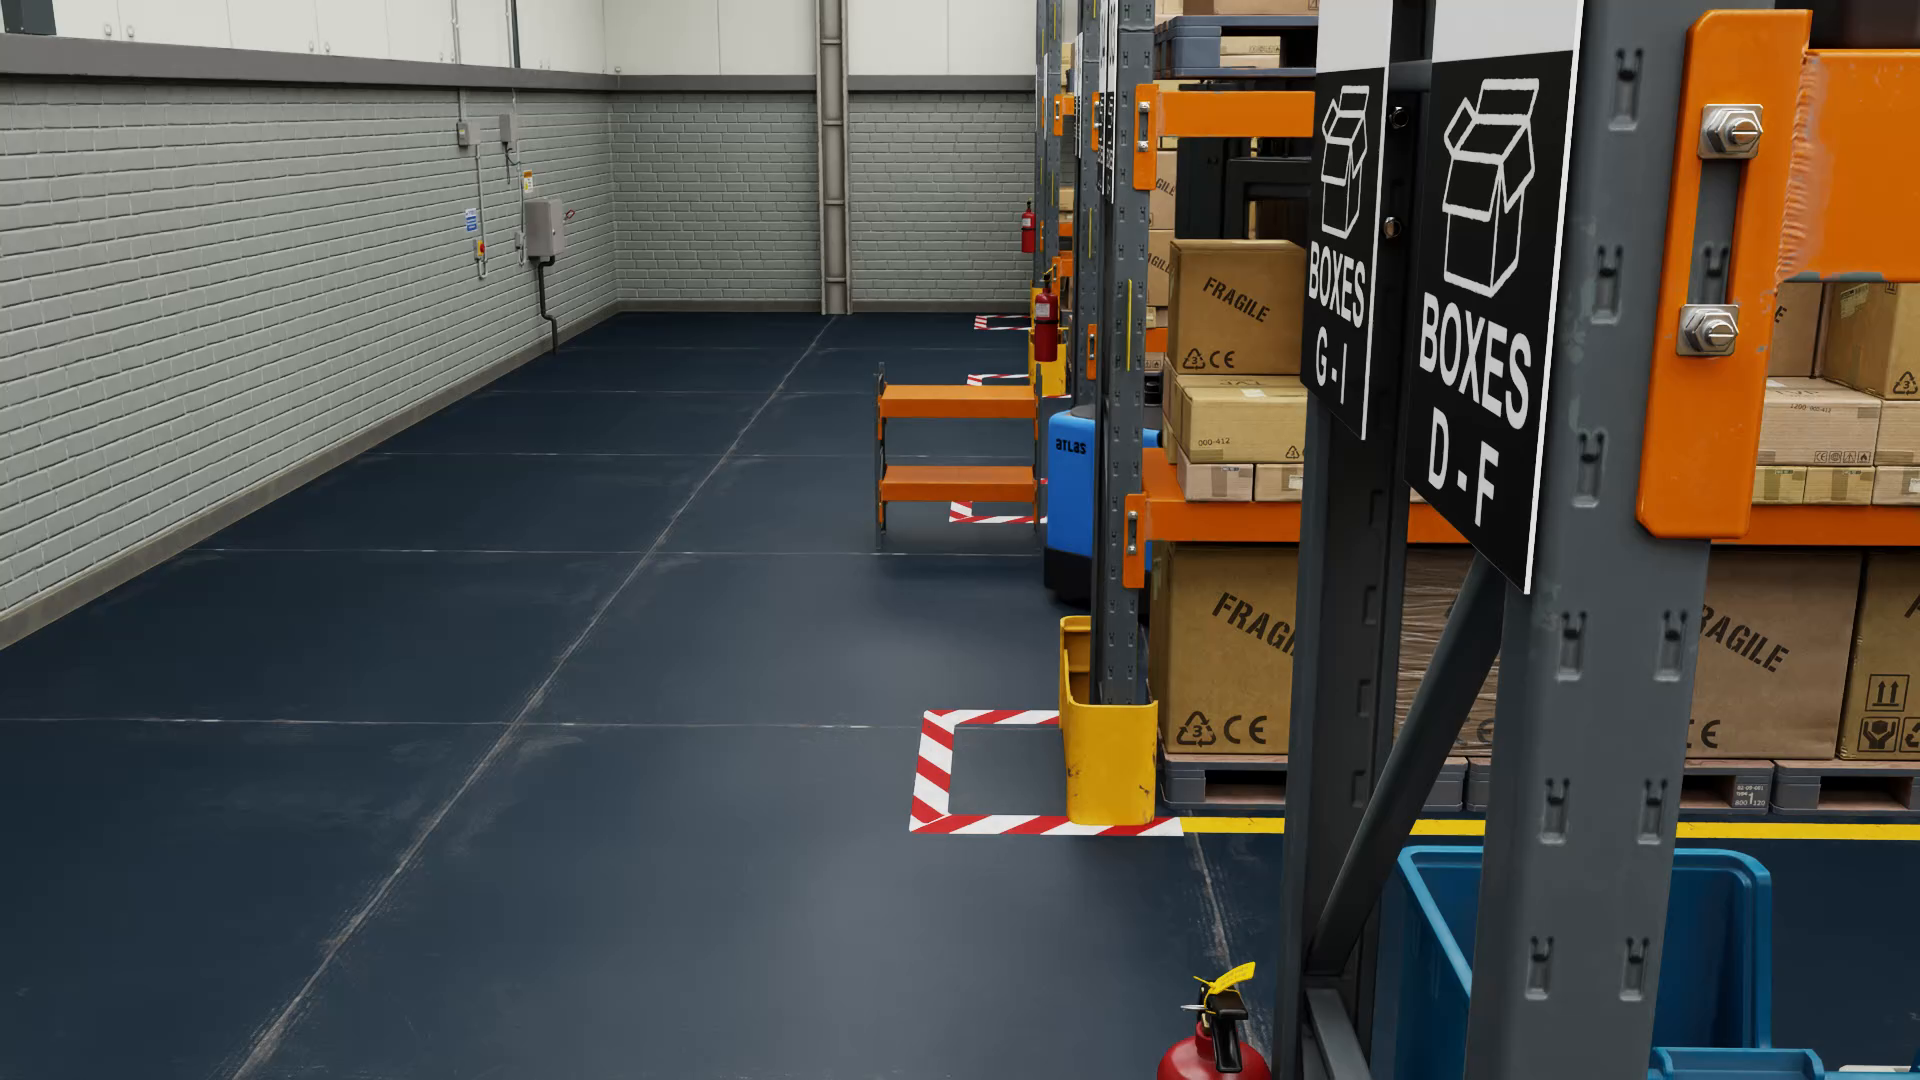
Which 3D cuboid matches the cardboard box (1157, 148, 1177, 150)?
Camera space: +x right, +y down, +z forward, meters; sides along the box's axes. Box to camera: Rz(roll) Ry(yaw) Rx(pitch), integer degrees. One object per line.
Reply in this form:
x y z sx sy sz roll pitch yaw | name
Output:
1.330 -2.472 11.590 0.500 0.500 0.500 0 15 0 | cardboard box

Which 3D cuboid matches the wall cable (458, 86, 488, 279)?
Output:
-4.746 -3.536 16.309 0.123 1.953 0.585 0 15 1 | wall cable

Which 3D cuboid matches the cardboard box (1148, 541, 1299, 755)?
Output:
1.280 0.336 7.026 0.875 0.875 0.875 0 15 1 | cardboard box

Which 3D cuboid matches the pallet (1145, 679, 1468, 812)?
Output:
1.440 0.862 7.159 1.213 0.211 1.003 0 15 1 | pallet

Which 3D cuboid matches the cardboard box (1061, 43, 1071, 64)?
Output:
1.452 -5.961 20.405 0.500 0.250 0.500 0 15 1 | cardboard box

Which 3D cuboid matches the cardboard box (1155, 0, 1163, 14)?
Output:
1.184 -3.488 10.833 0.250 0.149 0.380 0 15 1 | cardboard box

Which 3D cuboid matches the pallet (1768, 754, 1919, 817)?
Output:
3.879 0.878 7.099 1.213 0.211 1.003 0 15 1 | pallet

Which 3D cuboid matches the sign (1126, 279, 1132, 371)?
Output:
0.618 -0.787 6.091 0.005 0.325 0.100 0 15 1 | sign

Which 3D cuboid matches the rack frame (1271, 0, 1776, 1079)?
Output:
0.512 0.791 1.963 0.053 2.616 0.949 0 15 1 | rack frame

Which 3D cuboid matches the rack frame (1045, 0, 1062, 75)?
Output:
0.891 -5.900 15.561 0.127 3.000 1.000 0 15 1 | rack frame

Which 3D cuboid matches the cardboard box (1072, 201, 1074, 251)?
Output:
1.380 -3.112 16.558 0.500 0.500 0.500 0 15 2 | cardboard box

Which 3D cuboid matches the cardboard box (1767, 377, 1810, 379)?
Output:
3.159 -0.593 6.919 0.500 0.250 0.500 1 15 3 | cardboard box

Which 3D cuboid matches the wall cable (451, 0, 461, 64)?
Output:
-4.802 -5.865 15.429 0.029 3.000 0.463 0 15 1 | wall cable

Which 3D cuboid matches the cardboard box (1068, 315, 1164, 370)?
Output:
1.554 -1.984 16.680 0.875 0.438 0.875 0 15 0 | cardboard box

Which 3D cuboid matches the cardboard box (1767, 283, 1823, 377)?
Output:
3.152 -0.955 6.821 0.500 0.500 0.500 0 15 0 | cardboard box

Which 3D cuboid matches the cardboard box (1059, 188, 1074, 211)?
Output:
1.461 -4.264 20.834 0.500 0.250 0.500 0 15 2 | cardboard box

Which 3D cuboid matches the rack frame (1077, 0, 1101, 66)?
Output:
0.866 -4.637 10.774 0.127 3.000 1.000 0 15 1 | rack frame

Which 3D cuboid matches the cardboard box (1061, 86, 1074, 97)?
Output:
1.327 -5.532 20.541 0.250 0.149 0.380 1 15 3 | cardboard box

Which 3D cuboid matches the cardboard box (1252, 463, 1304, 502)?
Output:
1.241 -0.262 6.447 0.250 0.149 0.380 0 15 1 | cardboard box

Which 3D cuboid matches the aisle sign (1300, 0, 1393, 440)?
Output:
0.447 -0.541 1.913 0.004 0.787 0.394 0 15 1 | aisle sign

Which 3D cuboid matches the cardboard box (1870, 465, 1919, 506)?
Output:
3.553 -0.248 6.391 0.250 0.149 0.380 1 15 2 | cardboard box

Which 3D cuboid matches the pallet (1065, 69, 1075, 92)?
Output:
1.633 -4.404 15.947 1.213 0.211 1.003 0 15 1 | pallet

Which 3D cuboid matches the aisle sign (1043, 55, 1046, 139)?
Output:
0.827 -4.335 16.296 0.004 0.787 0.394 0 15 1 | aisle sign

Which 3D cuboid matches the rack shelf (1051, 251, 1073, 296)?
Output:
2.891 -2.638 16.369 4.000 0.370 1.077 0 15 1 | rack shelf

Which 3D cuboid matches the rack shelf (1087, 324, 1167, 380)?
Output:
2.865 -1.375 11.582 4.000 0.370 1.077 0 15 1 | rack shelf

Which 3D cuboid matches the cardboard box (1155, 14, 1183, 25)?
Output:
1.308 -3.286 10.850 0.500 0.250 0.500 1 15 2 | cardboard box

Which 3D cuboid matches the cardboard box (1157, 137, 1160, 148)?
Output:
1.760 -3.757 15.772 0.250 0.149 0.380 1 15 3 | cardboard box

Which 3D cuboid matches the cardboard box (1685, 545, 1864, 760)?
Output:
3.080 0.348 6.982 0.875 0.875 0.875 0 15 1 | cardboard box

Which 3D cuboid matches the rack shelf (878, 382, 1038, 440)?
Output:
-0.007 -0.827 10.622 1.000 0.278 0.538 0 15 1 | rack shelf

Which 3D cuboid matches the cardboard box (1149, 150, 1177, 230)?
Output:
1.308 -2.341 11.093 0.500 0.500 0.500 0 15 1 | cardboard box

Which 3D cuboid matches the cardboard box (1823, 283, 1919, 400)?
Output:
3.670 -0.819 6.303 0.500 0.500 0.500 1 15 2 | cardboard box

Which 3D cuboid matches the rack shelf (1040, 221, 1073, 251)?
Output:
3.014 -3.904 21.167 4.000 0.370 1.077 0 15 1 | rack shelf

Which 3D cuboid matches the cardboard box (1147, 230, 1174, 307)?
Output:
1.308 -1.855 11.210 0.500 0.500 0.500 1 15 4 | cardboard box

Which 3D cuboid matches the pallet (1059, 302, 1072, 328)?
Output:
1.887 -2.911 21.459 1.213 0.211 1.003 0 15 1 | pallet

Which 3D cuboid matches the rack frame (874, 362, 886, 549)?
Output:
-0.515 -0.547 10.709 0.032 1.125 0.500 0 15 1 | rack frame

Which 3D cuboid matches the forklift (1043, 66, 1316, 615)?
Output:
1.900 -0.919 8.576 3.031 2.935 1.130 13 20 41 | forklift

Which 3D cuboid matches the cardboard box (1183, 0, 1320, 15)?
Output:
1.159 -2.232 6.325 0.500 0.500 0.700 -1 15 -2 | cardboard box

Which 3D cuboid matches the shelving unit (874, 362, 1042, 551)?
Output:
-0.007 -0.544 10.697 1.048 1.125 0.538 0 15 1 | shelving unit

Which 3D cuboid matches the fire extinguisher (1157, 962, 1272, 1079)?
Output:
0.373 0.892 2.460 0.183 0.674 0.296 0 15 1 | fire extinguisher

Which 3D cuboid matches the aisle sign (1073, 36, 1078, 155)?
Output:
0.801 -3.070 11.499 0.004 0.787 0.394 0 15 1 | aisle sign

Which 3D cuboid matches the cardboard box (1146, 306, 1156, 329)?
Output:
1.181 -1.529 11.246 0.250 0.149 0.380 0 15 1 | cardboard box

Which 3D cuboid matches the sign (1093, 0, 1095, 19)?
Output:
0.852 -3.470 10.521 0.005 0.325 0.100 0 15 1 | sign

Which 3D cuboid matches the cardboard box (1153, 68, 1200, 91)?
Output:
1.308 -3.046 10.918 0.500 0.250 0.500 1 15 3 | cardboard box

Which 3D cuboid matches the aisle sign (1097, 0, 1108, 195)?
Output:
0.574 -1.806 6.708 0.004 0.787 0.394 0 15 1 | aisle sign

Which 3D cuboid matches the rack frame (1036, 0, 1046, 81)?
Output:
1.014 -7.165 20.359 0.127 3.000 1.000 0 15 1 | rack frame

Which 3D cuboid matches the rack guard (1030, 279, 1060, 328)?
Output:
1.090 -3.056 21.441 0.348 0.500 1.175 0 15 1 | rack guard

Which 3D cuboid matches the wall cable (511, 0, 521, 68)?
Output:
-4.671 -6.785 18.843 0.133 3.039 2.988 0 15 1 | wall cable

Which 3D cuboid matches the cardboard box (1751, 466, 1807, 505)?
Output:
3.039 -0.251 6.403 0.250 0.149 0.380 0 15 1 | cardboard box

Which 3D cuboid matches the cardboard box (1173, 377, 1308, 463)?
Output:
1.111 -0.471 6.456 0.500 0.250 0.500 0 15 0 | cardboard box

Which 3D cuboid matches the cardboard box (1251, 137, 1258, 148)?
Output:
2.788 -3.751 15.748 0.250 0.149 0.380 0 15 0 | cardboard box

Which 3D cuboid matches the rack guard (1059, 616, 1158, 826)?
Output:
0.614 0.737 7.067 0.348 0.500 1.175 0 15 1 | rack guard

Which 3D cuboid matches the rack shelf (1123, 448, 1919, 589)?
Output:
2.638 -0.111 6.790 4.000 0.370 1.077 0 15 1 | rack shelf

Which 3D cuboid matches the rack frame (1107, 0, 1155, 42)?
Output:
0.638 -3.372 5.982 0.127 3.000 1.000 0 15 1 | rack frame

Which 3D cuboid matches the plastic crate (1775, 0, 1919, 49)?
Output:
0.890 -0.522 1.315 0.590 0.269 0.497 0 15 1 | plastic crate

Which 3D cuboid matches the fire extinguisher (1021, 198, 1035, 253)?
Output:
0.856 -3.930 20.739 0.183 0.674 0.296 0 15 1 | fire extinguisher

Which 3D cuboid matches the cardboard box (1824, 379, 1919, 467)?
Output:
3.671 -0.456 6.397 0.500 0.250 0.500 1 15 3 | cardboard box

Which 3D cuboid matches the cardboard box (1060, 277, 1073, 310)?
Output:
1.623 -3.233 21.283 0.637 0.503 0.797 0 15 -1 | cardboard box
